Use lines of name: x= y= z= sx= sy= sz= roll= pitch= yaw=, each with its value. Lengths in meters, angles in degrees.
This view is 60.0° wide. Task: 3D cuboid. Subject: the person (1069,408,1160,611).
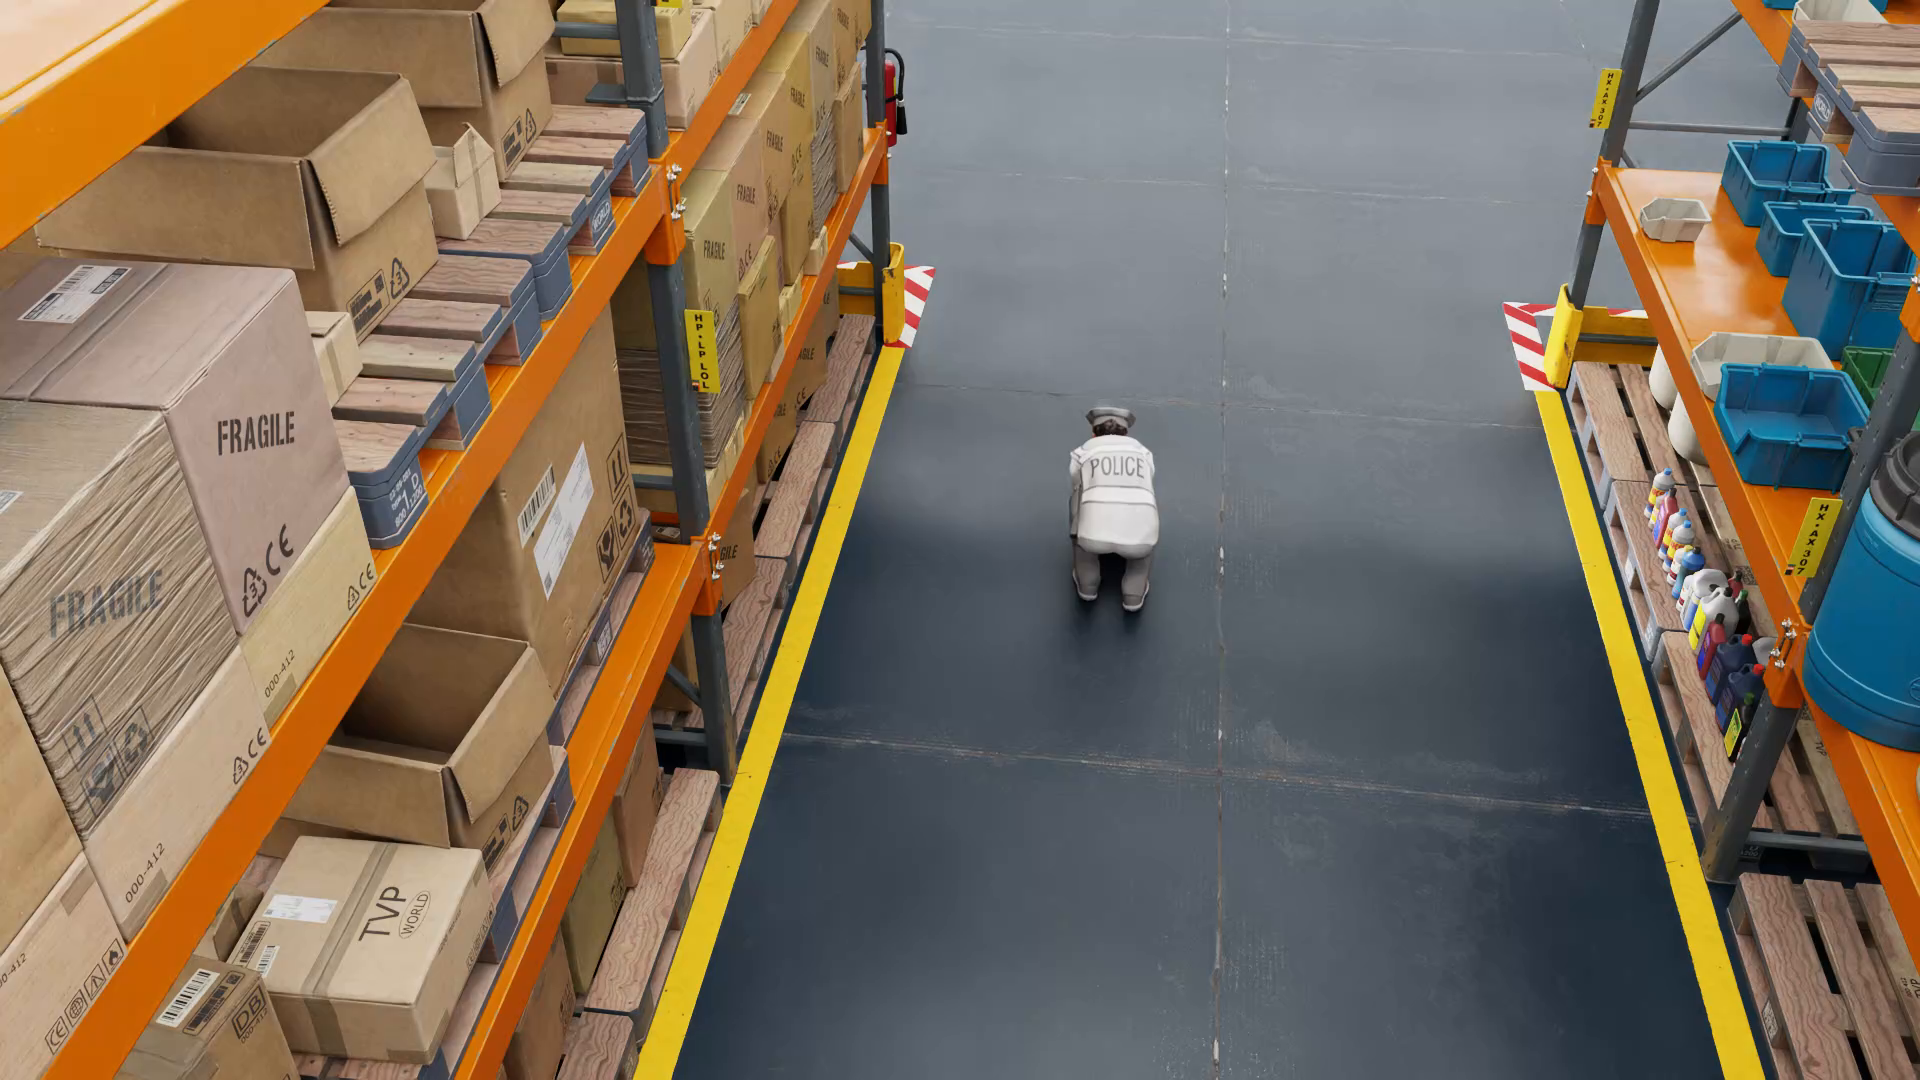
person: x=0.741 y=-0.140 z=8.006 sx=0.450 sy=0.772 sz=0.920 roll=4 pitch=36 yaw=5
